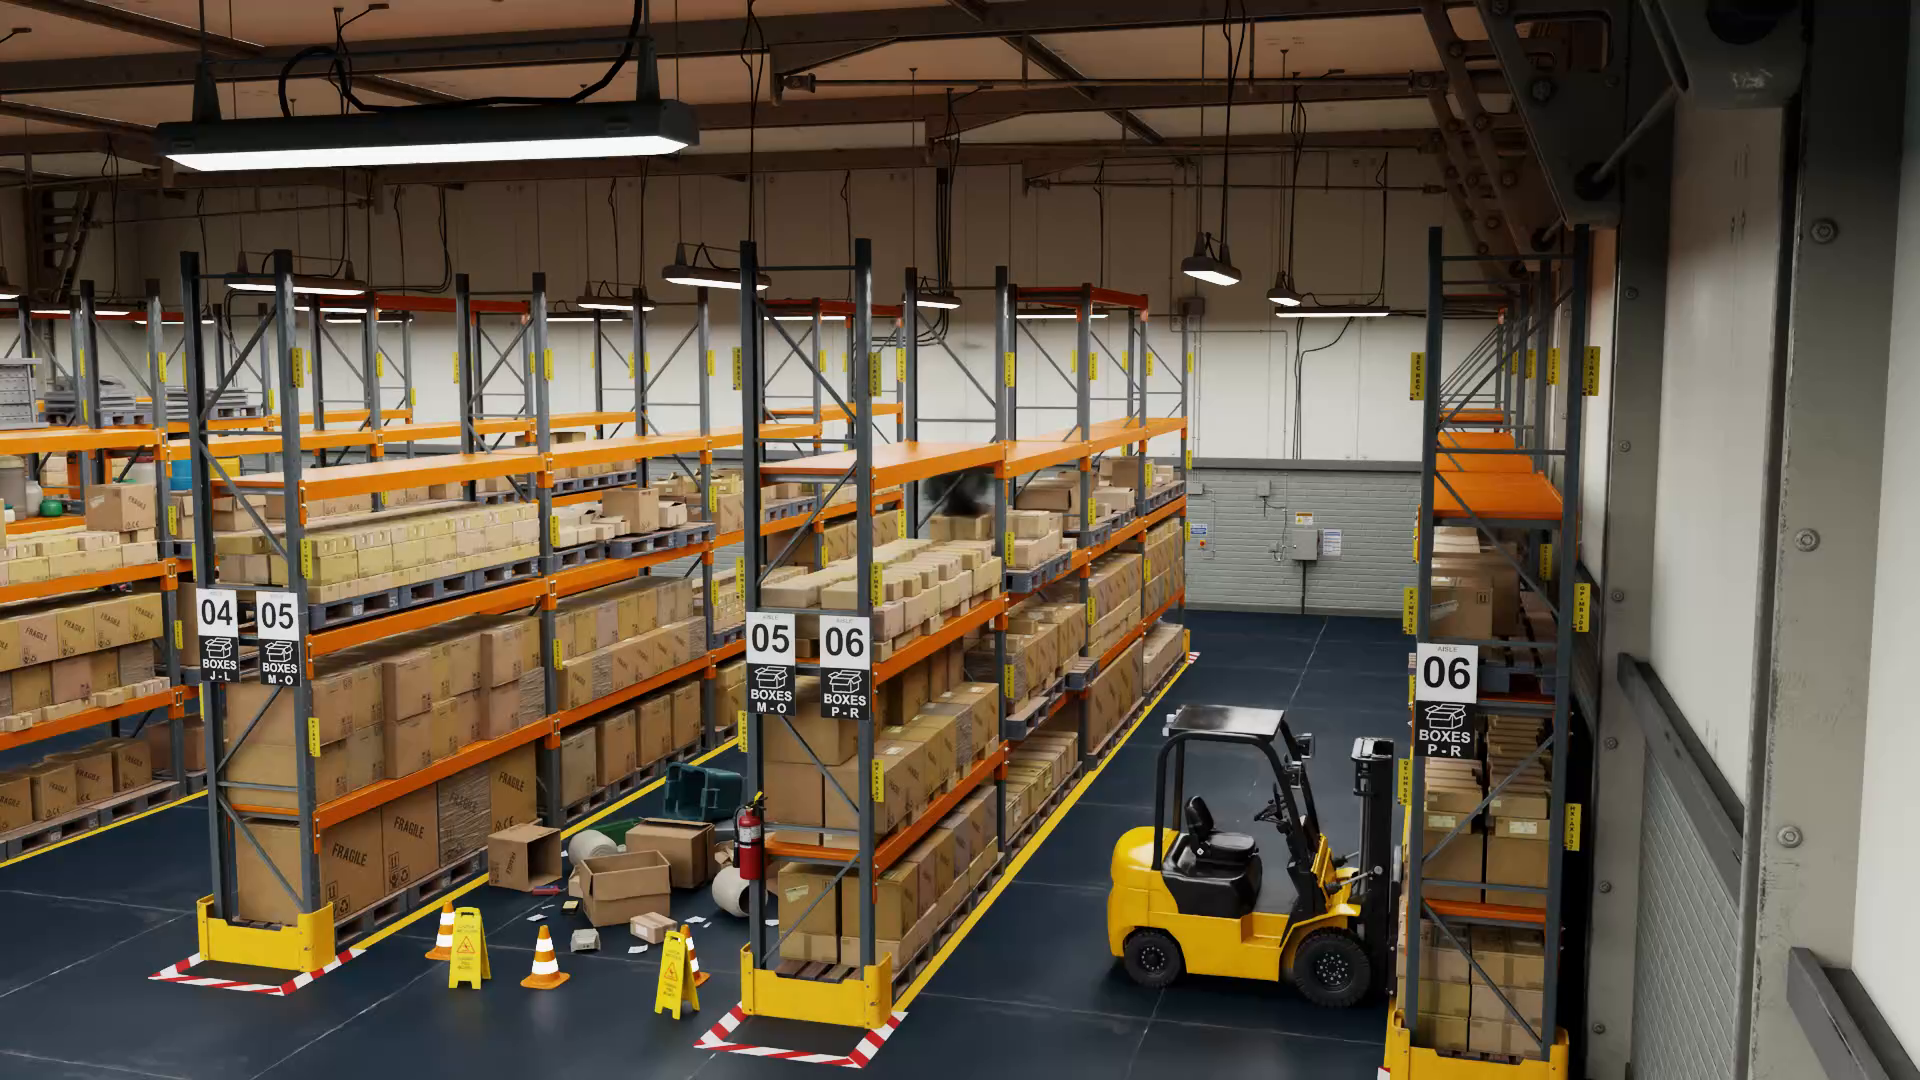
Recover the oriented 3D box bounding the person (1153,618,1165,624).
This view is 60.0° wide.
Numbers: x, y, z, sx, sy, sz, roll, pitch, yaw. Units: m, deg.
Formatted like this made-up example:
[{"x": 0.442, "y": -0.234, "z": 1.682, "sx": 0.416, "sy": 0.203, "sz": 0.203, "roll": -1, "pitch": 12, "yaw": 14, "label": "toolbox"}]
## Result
[{"x": 3.323, "y": 1.010, "z": 29.485, "sx": 0.892, "sy": 1.783, "sz": 0.717, "roll": 4, "pitch": 8, "yaw": 33, "label": "person"}]
